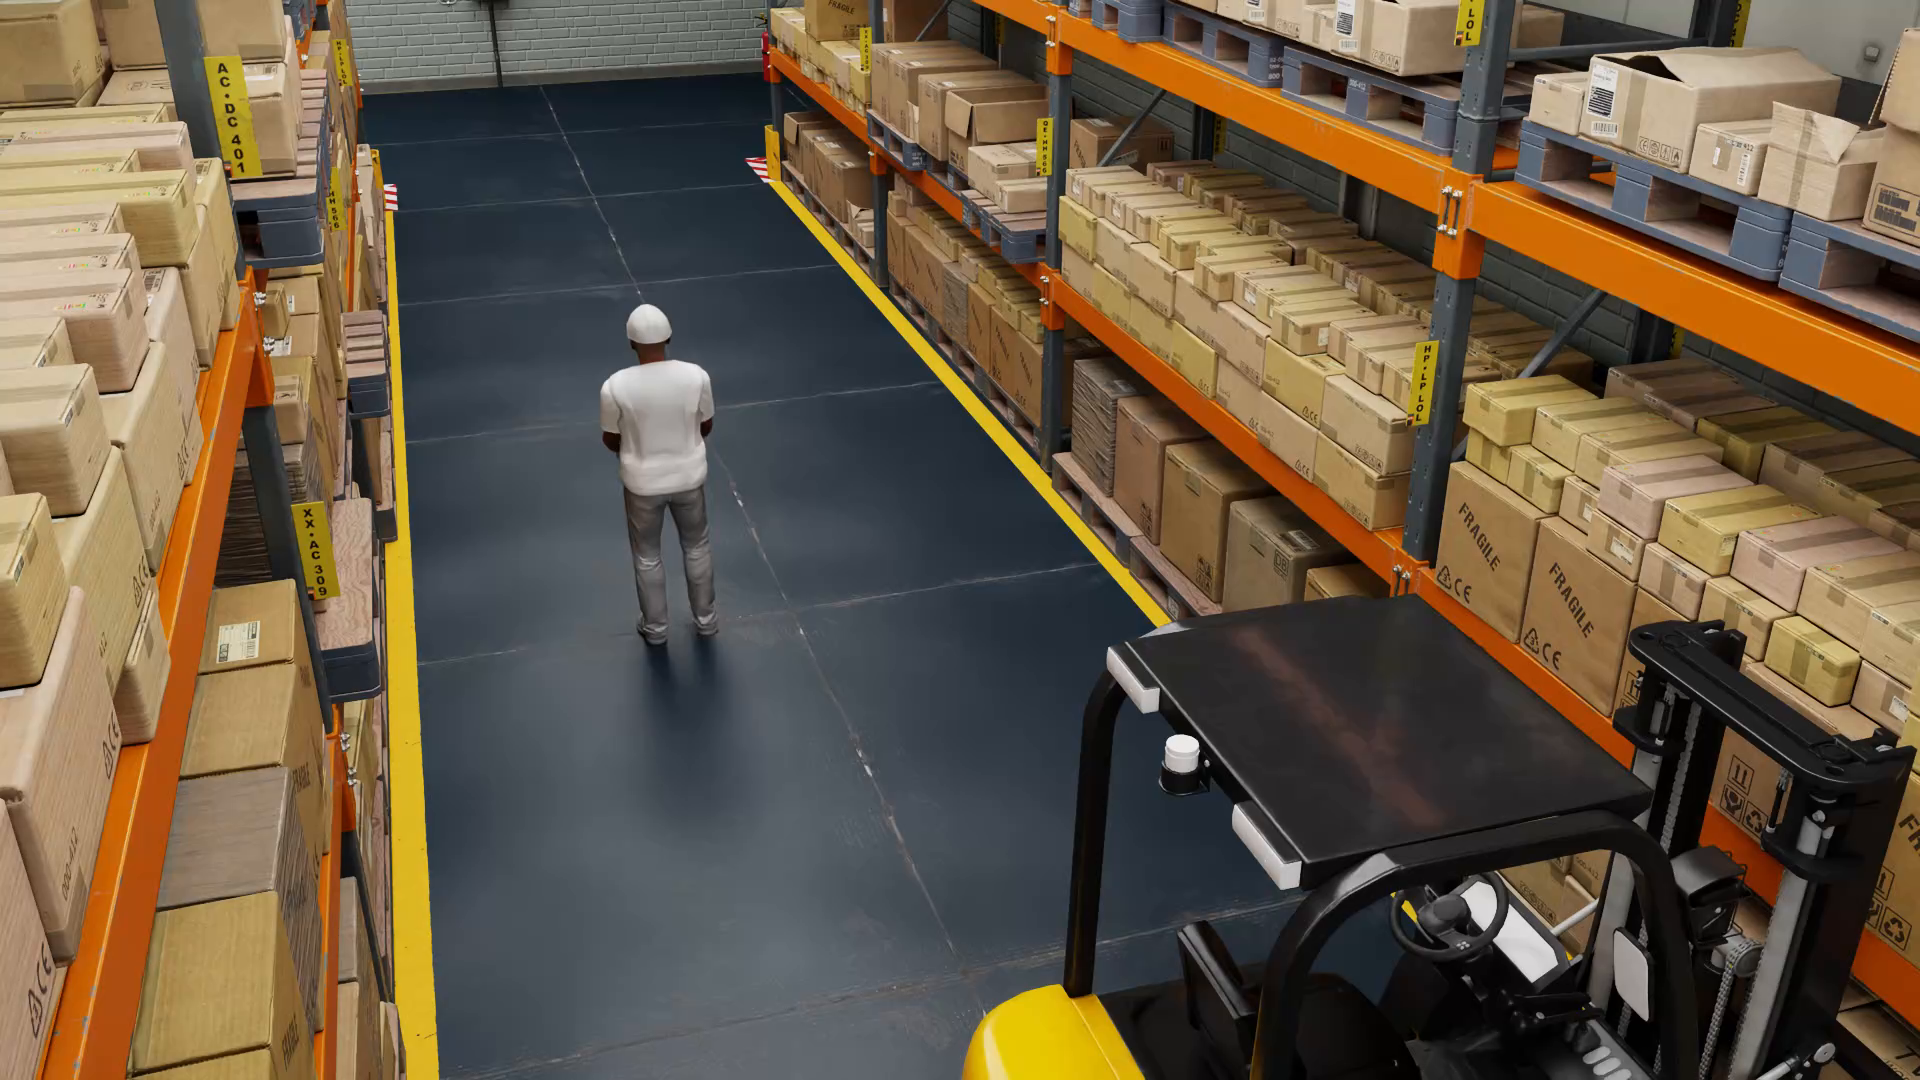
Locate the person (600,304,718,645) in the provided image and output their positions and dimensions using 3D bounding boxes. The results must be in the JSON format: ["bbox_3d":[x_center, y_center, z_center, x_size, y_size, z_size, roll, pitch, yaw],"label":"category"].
[{"bbox_3d":[-1.490,-0.340,8.276,0.553,1.769,0.532,-8,27,-17],"label":"person"}]
